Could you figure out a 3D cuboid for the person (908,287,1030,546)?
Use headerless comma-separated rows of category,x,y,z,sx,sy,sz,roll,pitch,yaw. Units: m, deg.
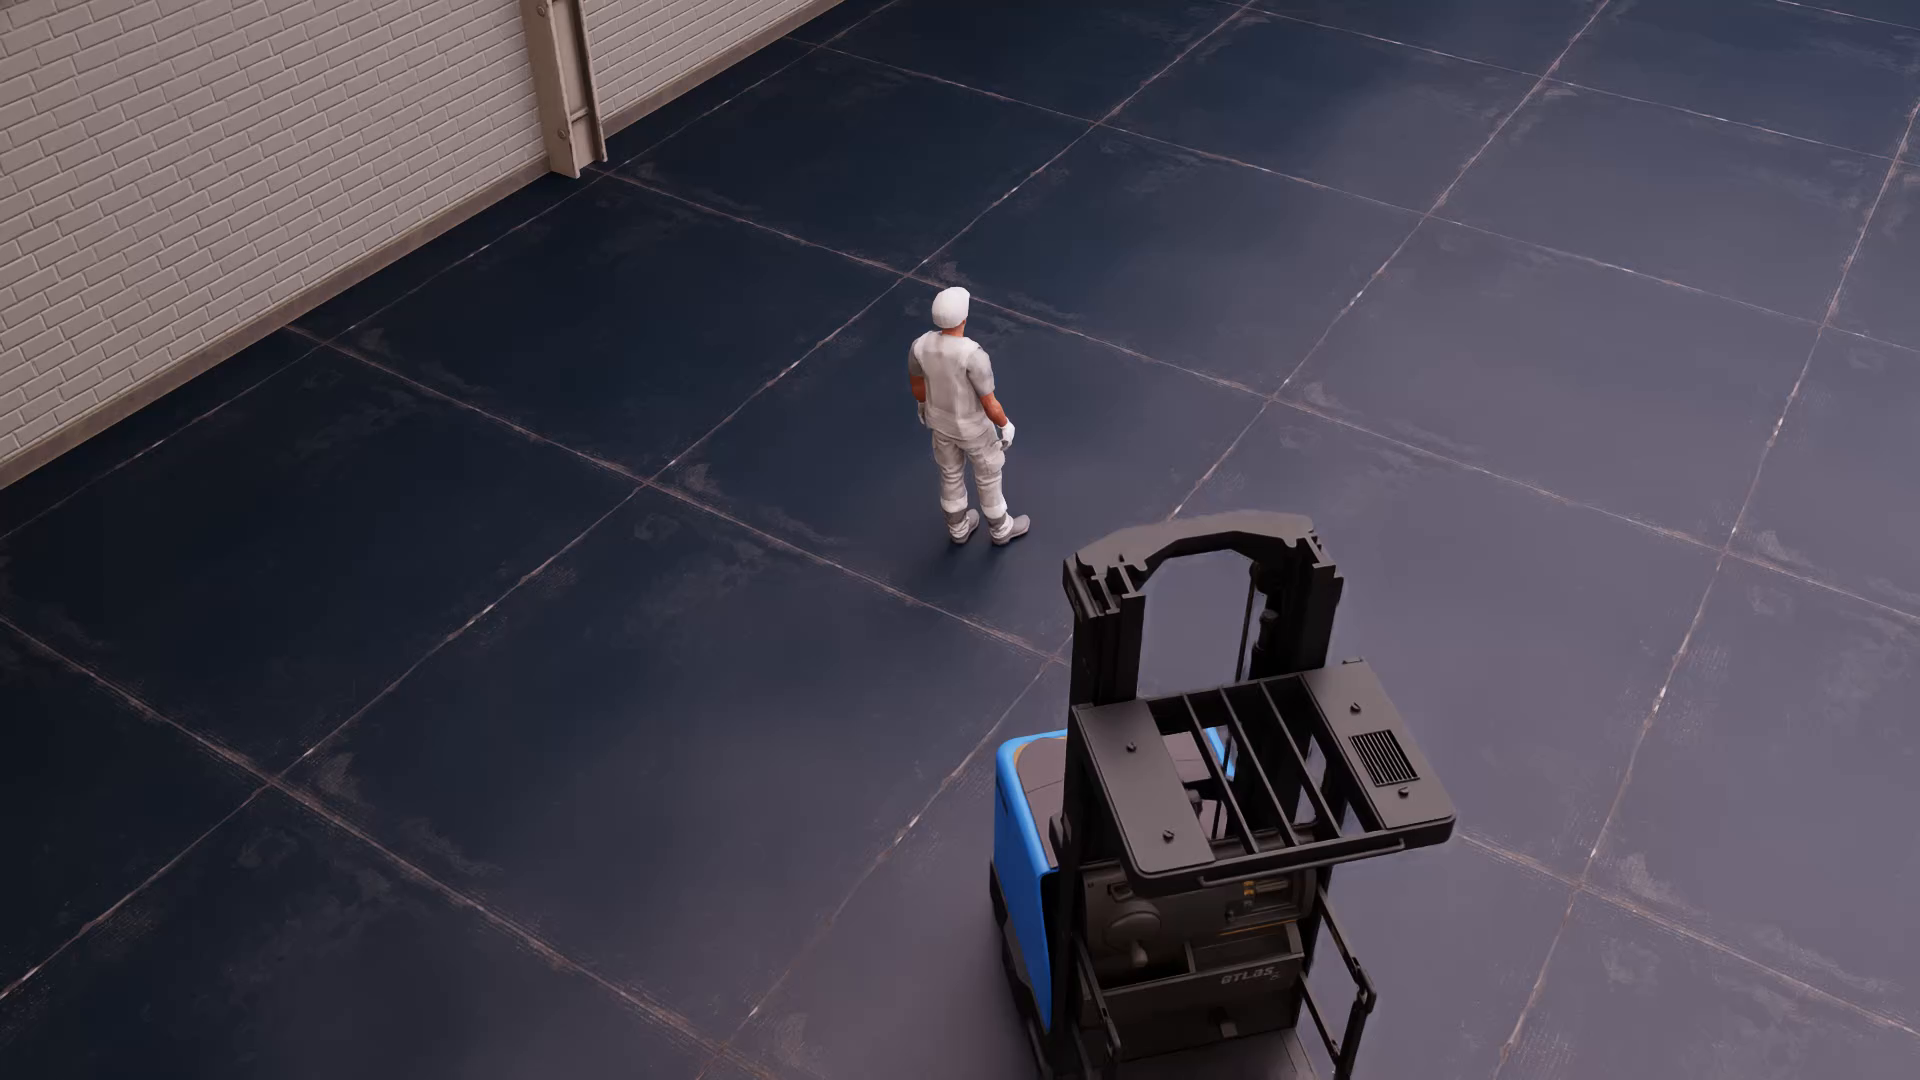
person,0.054,-0.728,9.698,0.637,1.790,0.562,22,45,24

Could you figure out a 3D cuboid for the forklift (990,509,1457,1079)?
forklift,0.977,1.466,6.237,1.130,2.935,3.031,-9,41,-10
